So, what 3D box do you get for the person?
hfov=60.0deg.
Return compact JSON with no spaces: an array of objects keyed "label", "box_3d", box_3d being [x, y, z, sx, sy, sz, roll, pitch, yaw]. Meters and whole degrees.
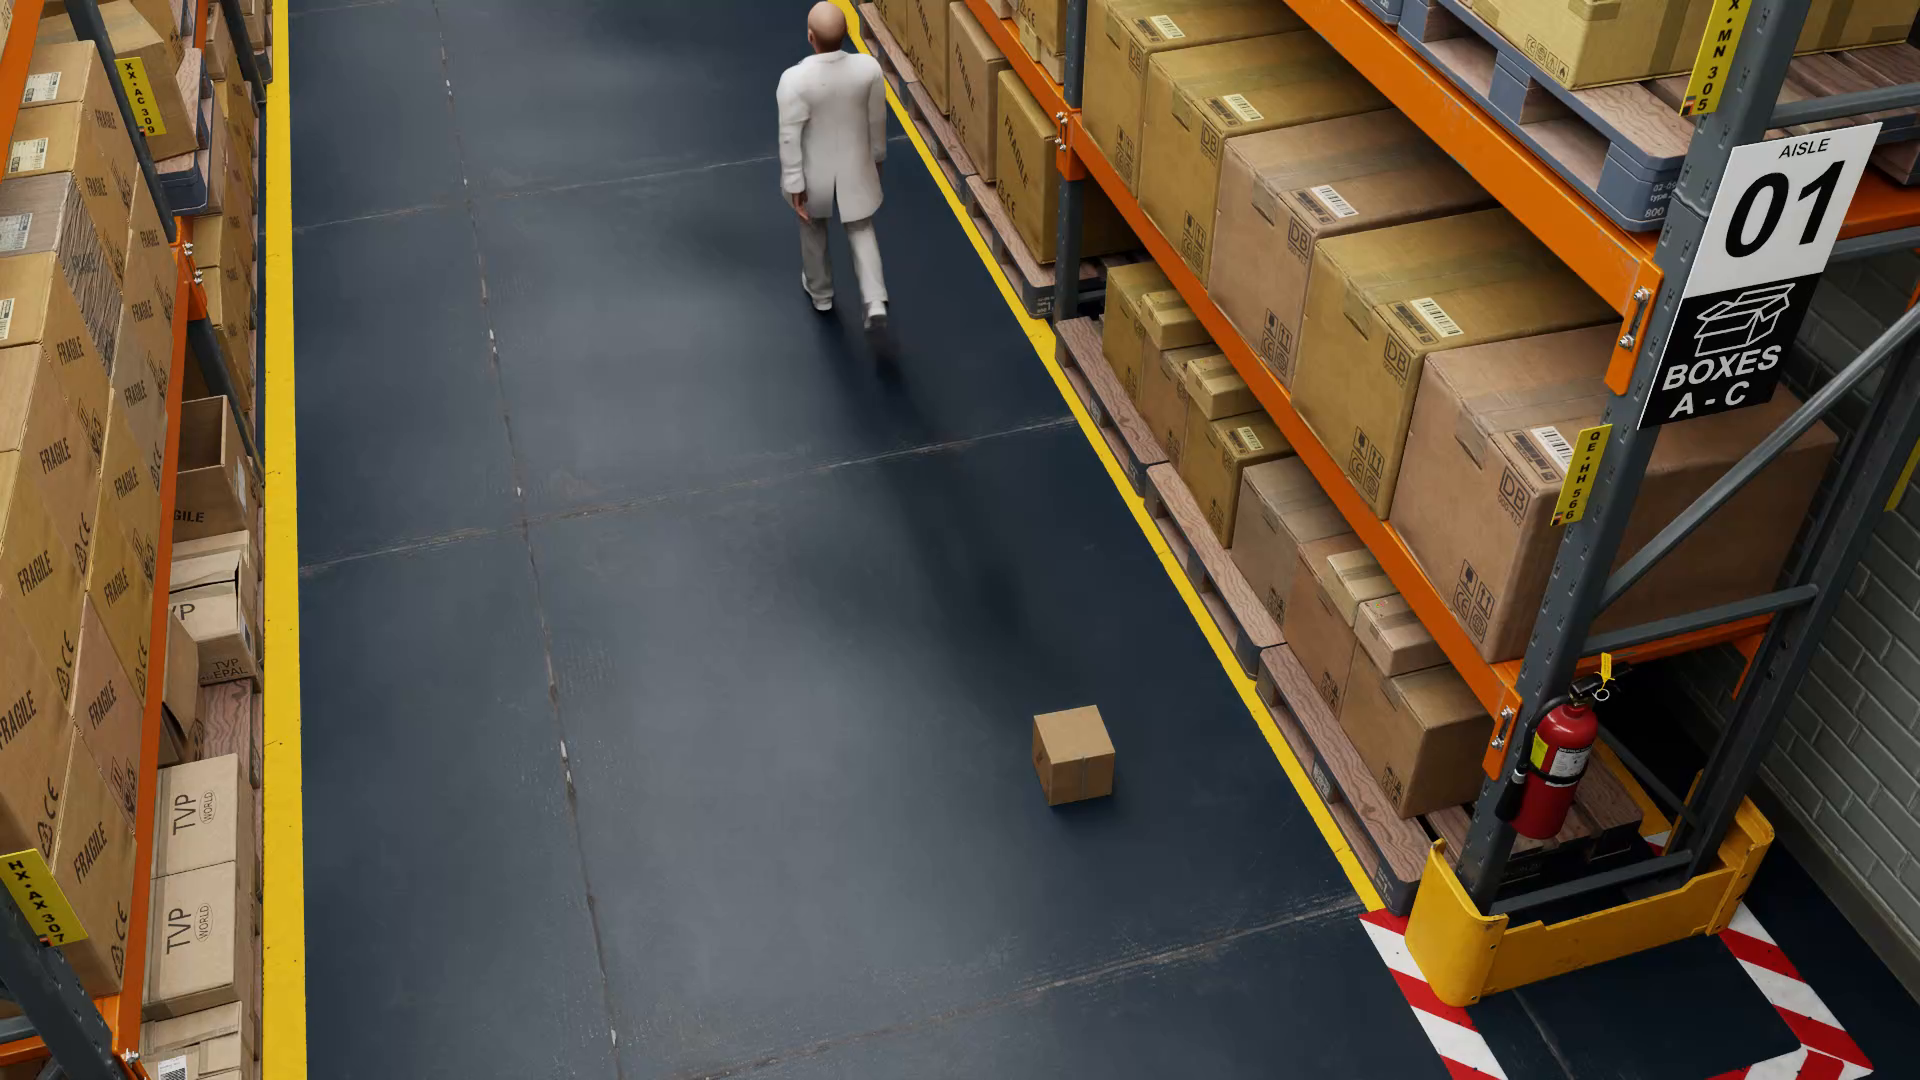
[{"label":"person","box_3d":[-0.614,-1.822,8.201,0.563,1.743,0.918,-10,43,-11]}]
